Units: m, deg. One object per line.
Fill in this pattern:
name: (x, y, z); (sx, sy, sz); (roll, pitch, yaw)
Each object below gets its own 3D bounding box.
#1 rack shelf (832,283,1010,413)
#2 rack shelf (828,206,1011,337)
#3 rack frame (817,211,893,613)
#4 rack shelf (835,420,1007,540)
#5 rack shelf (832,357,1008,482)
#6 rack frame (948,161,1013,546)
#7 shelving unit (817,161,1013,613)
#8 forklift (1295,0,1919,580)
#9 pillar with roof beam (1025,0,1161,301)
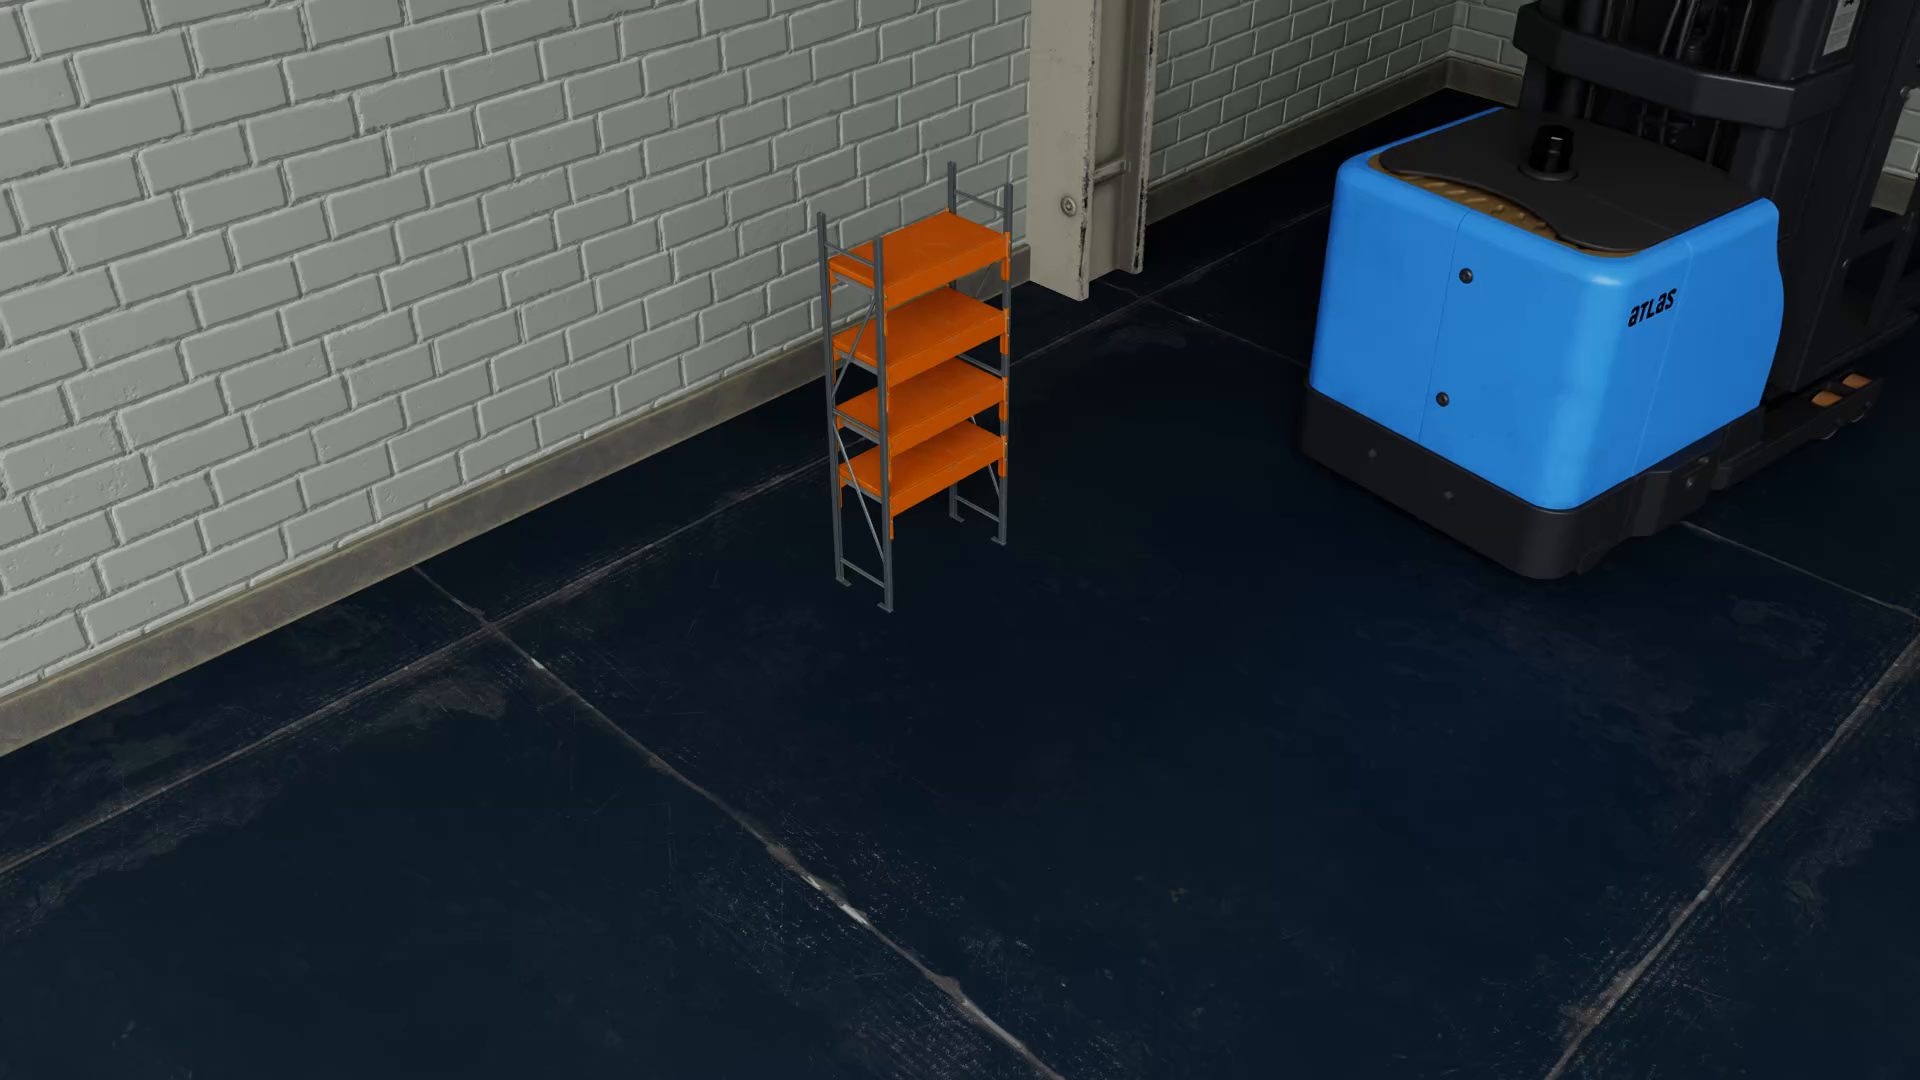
rack shelf: (-0.117, -0.553, 4.721); (0.258, 0.148, 0.480); (30, 45, 35)
rack shelf: (-0.117, -0.747, 4.586); (0.258, 0.148, 0.480); (30, 45, 35)
rack frame: (-0.289, -0.326, 4.668); (0.240, 1.200, 0.015); (30, 45, 35)
rack shelf: (-0.117, -0.207, 4.962); (0.258, 0.148, 0.480); (30, 45, 35)
rack shelf: (-0.117, -0.370, 4.849); (0.258, 0.148, 0.480); (30, 45, 35)
rack frame: (0.055, -0.524, 4.952); (0.240, 1.200, 0.015); (30, 45, 35)
shelving unit: (-0.117, -0.425, 4.810); (0.258, 1.200, 0.503); (30, 45, 35)
forklift: (2.604, -1.765, 5.219); (3.031, 2.935, 1.130); (-24, 41, -30)
pillar with roof beam: (3.562, -3.047, 1.752); (9.100, 9.000, 0.400); (30, 45, 35)
